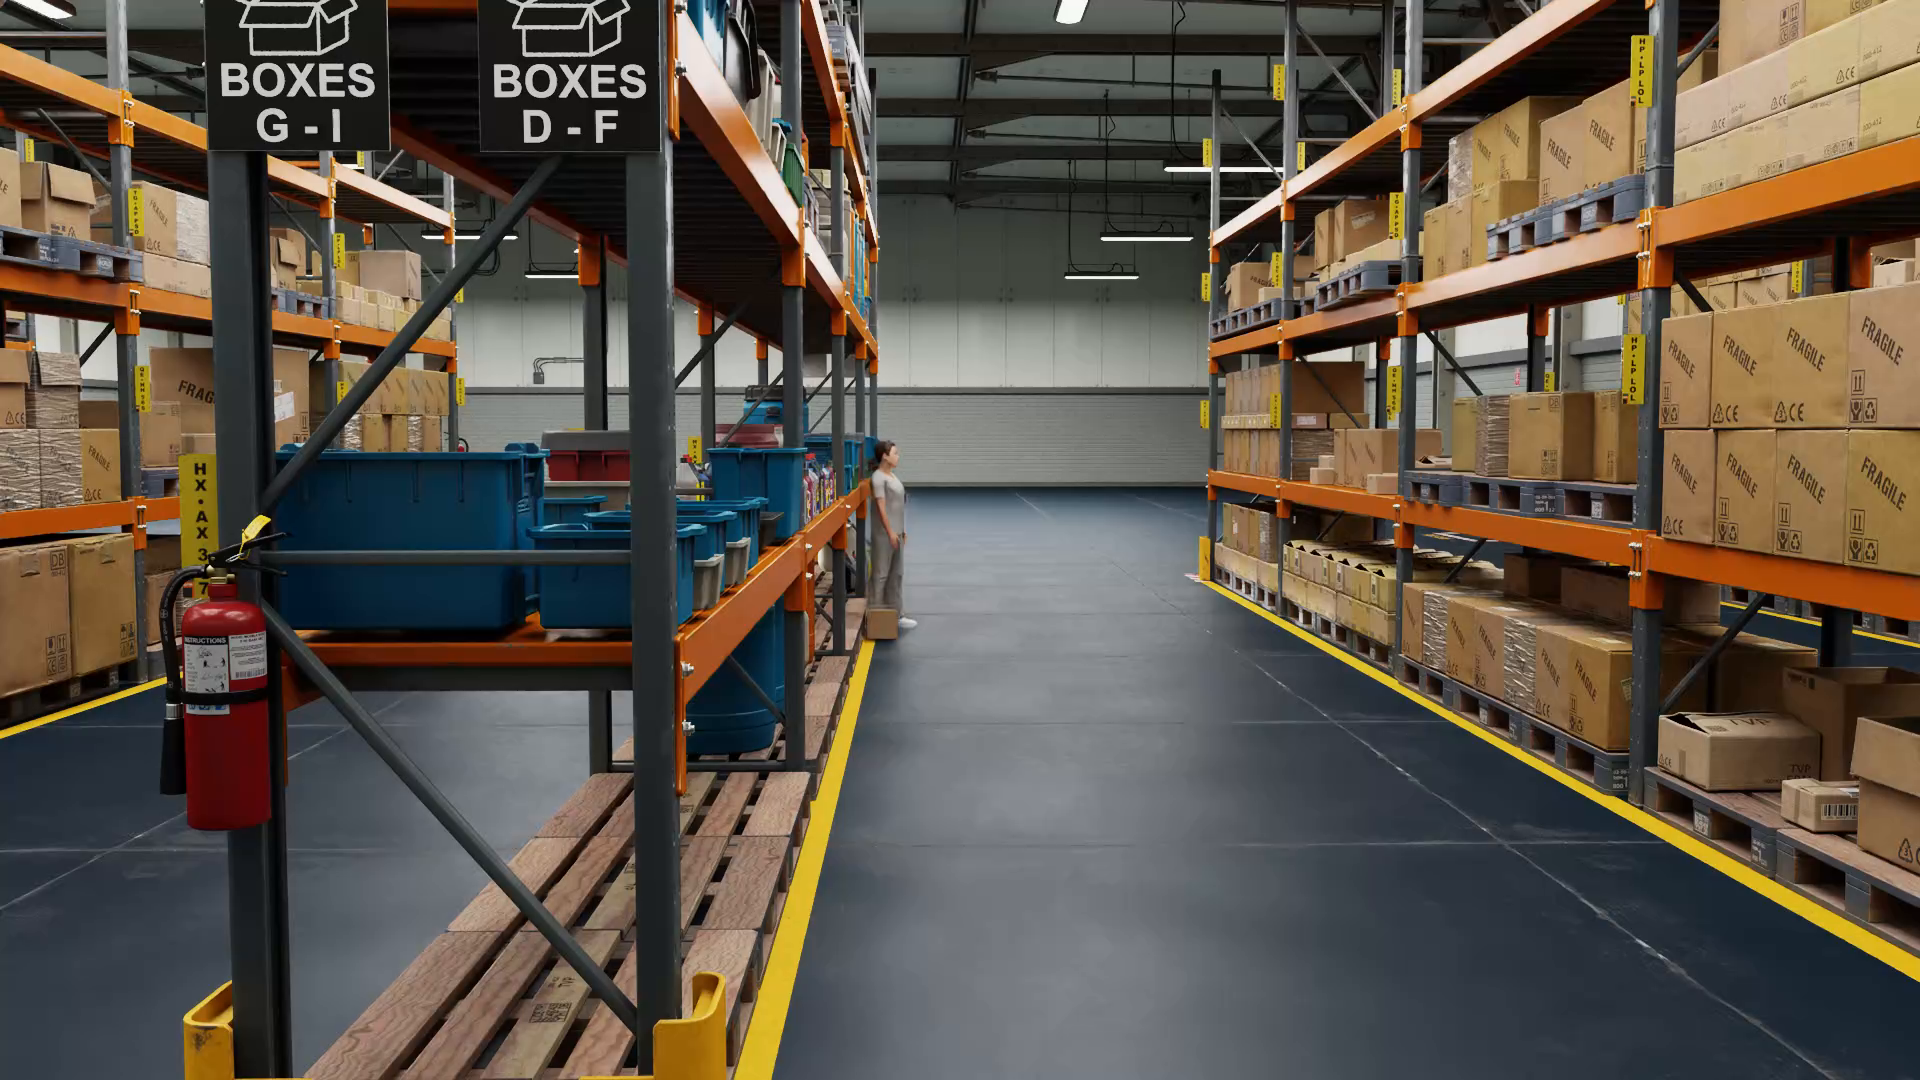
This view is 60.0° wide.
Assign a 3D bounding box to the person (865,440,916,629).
[{"bbox_3d":[-0.638,-0.042,14.714,0.376,1.678,0.574,1,4,19],"label":"person"}]
